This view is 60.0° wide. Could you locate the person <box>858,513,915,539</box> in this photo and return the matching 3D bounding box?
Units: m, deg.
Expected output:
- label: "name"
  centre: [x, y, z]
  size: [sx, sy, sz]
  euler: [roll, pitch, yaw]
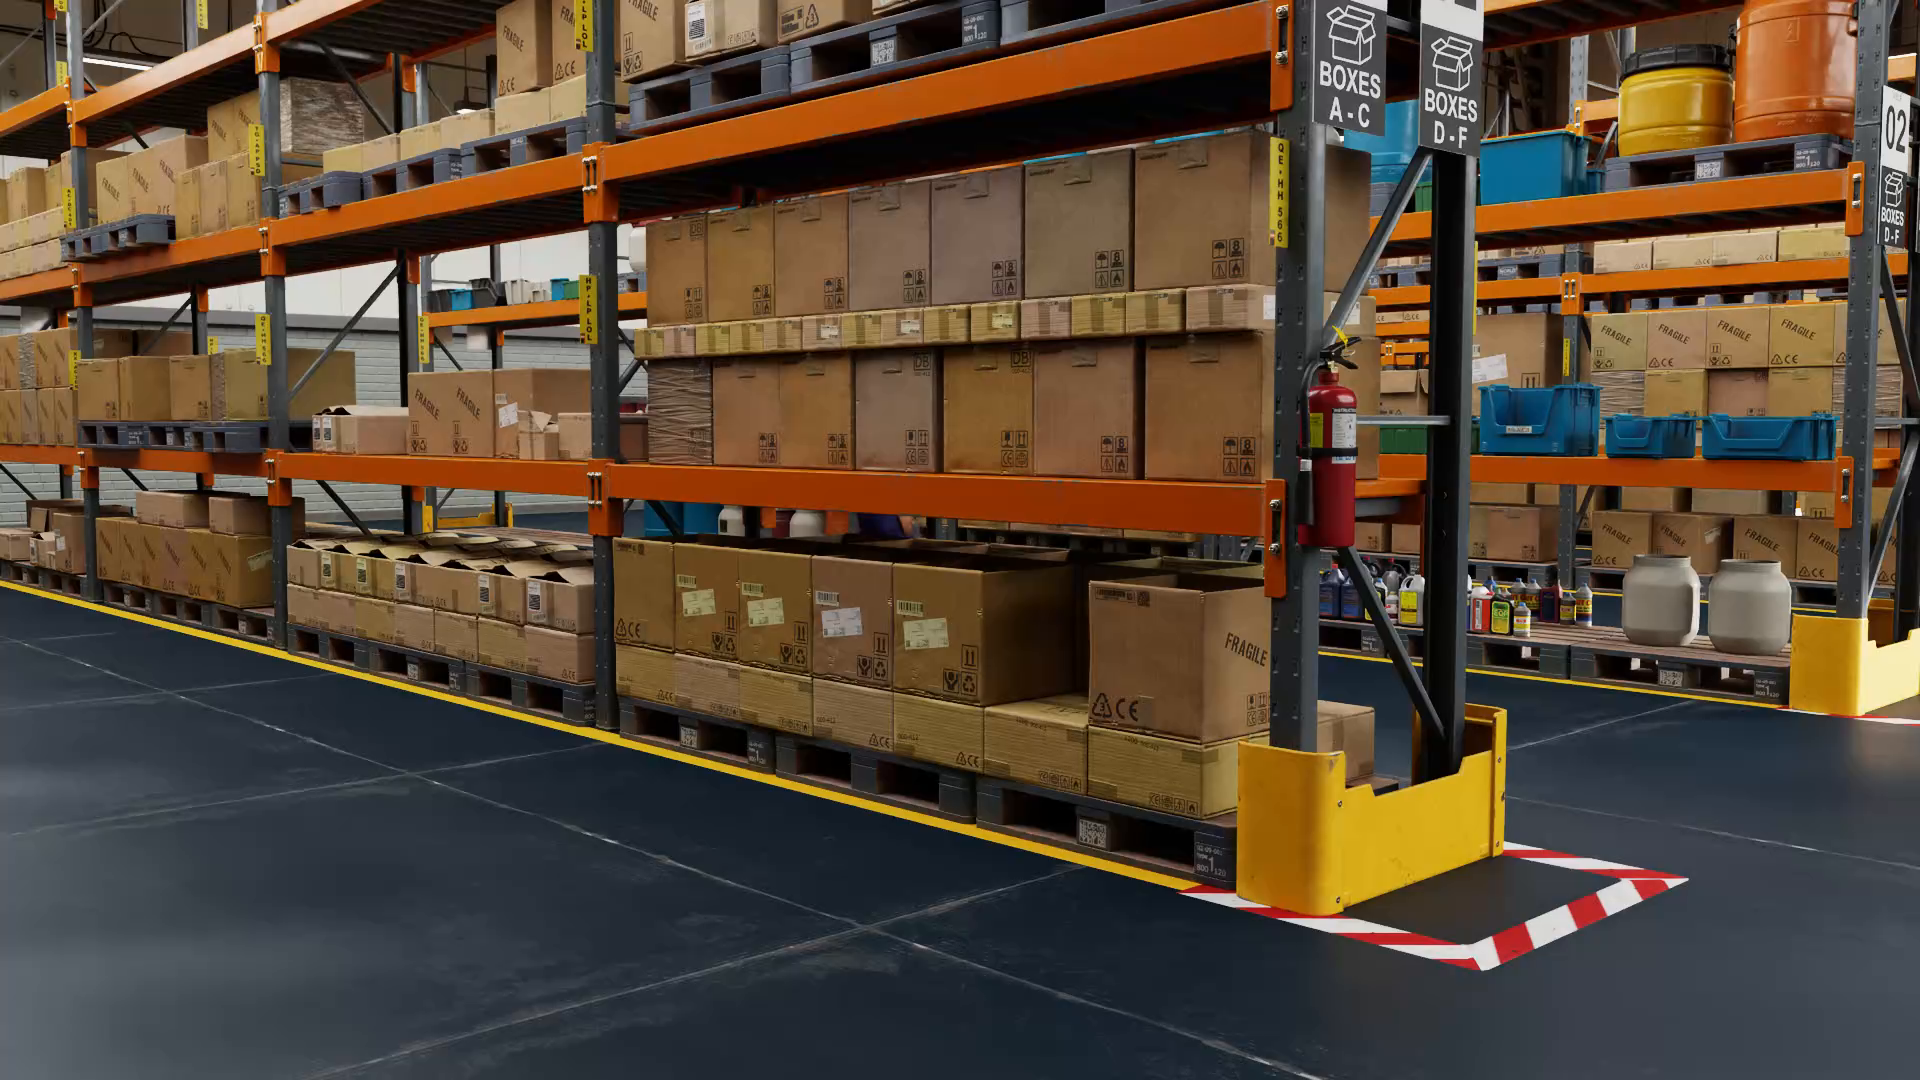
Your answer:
- label: "person"
  centre: [-0.460, -0.161, 11.635]
  size: [0.534, 1.647, 0.568]
  euler: [-1, 4, -20]
